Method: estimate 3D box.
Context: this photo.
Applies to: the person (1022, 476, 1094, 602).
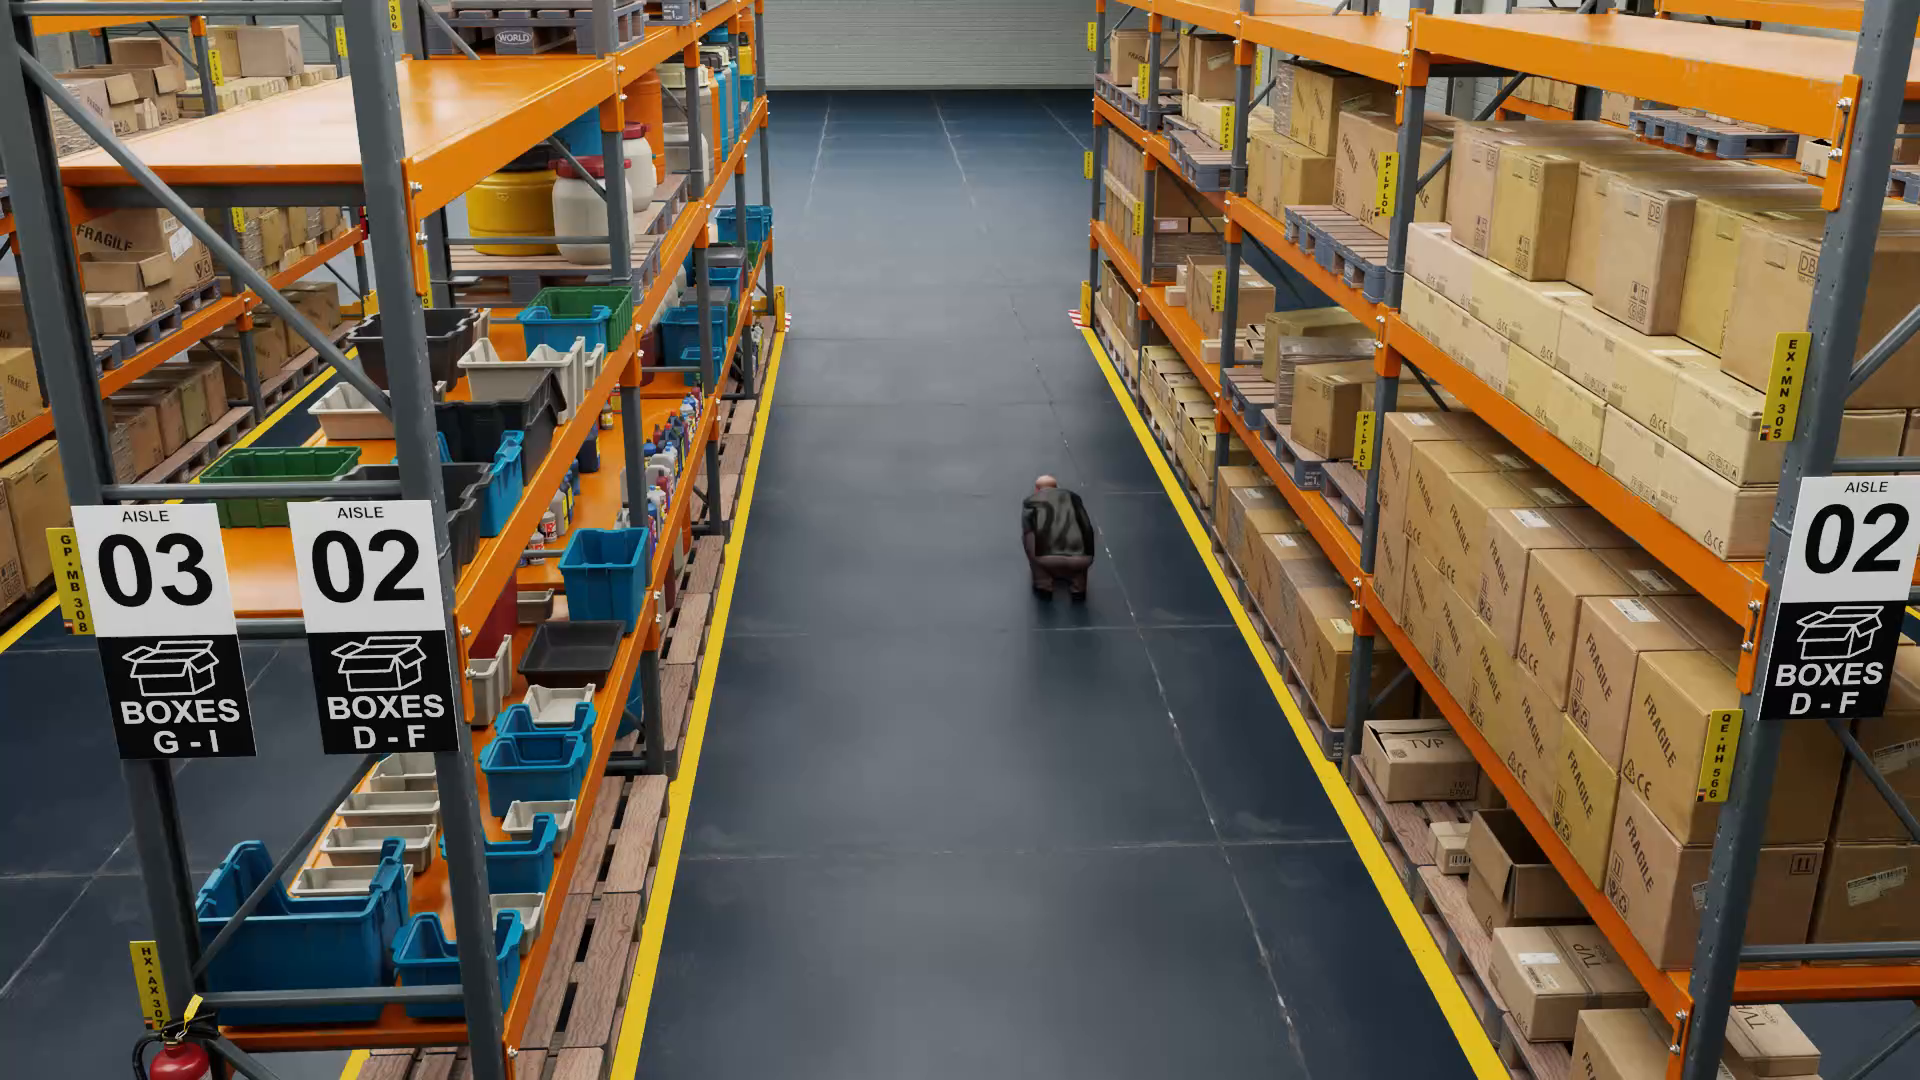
[{"bbox_3d":[0.732,0.026,12.499,0.521,0.826,0.896,-1,20,-3],"label":"person"}]
